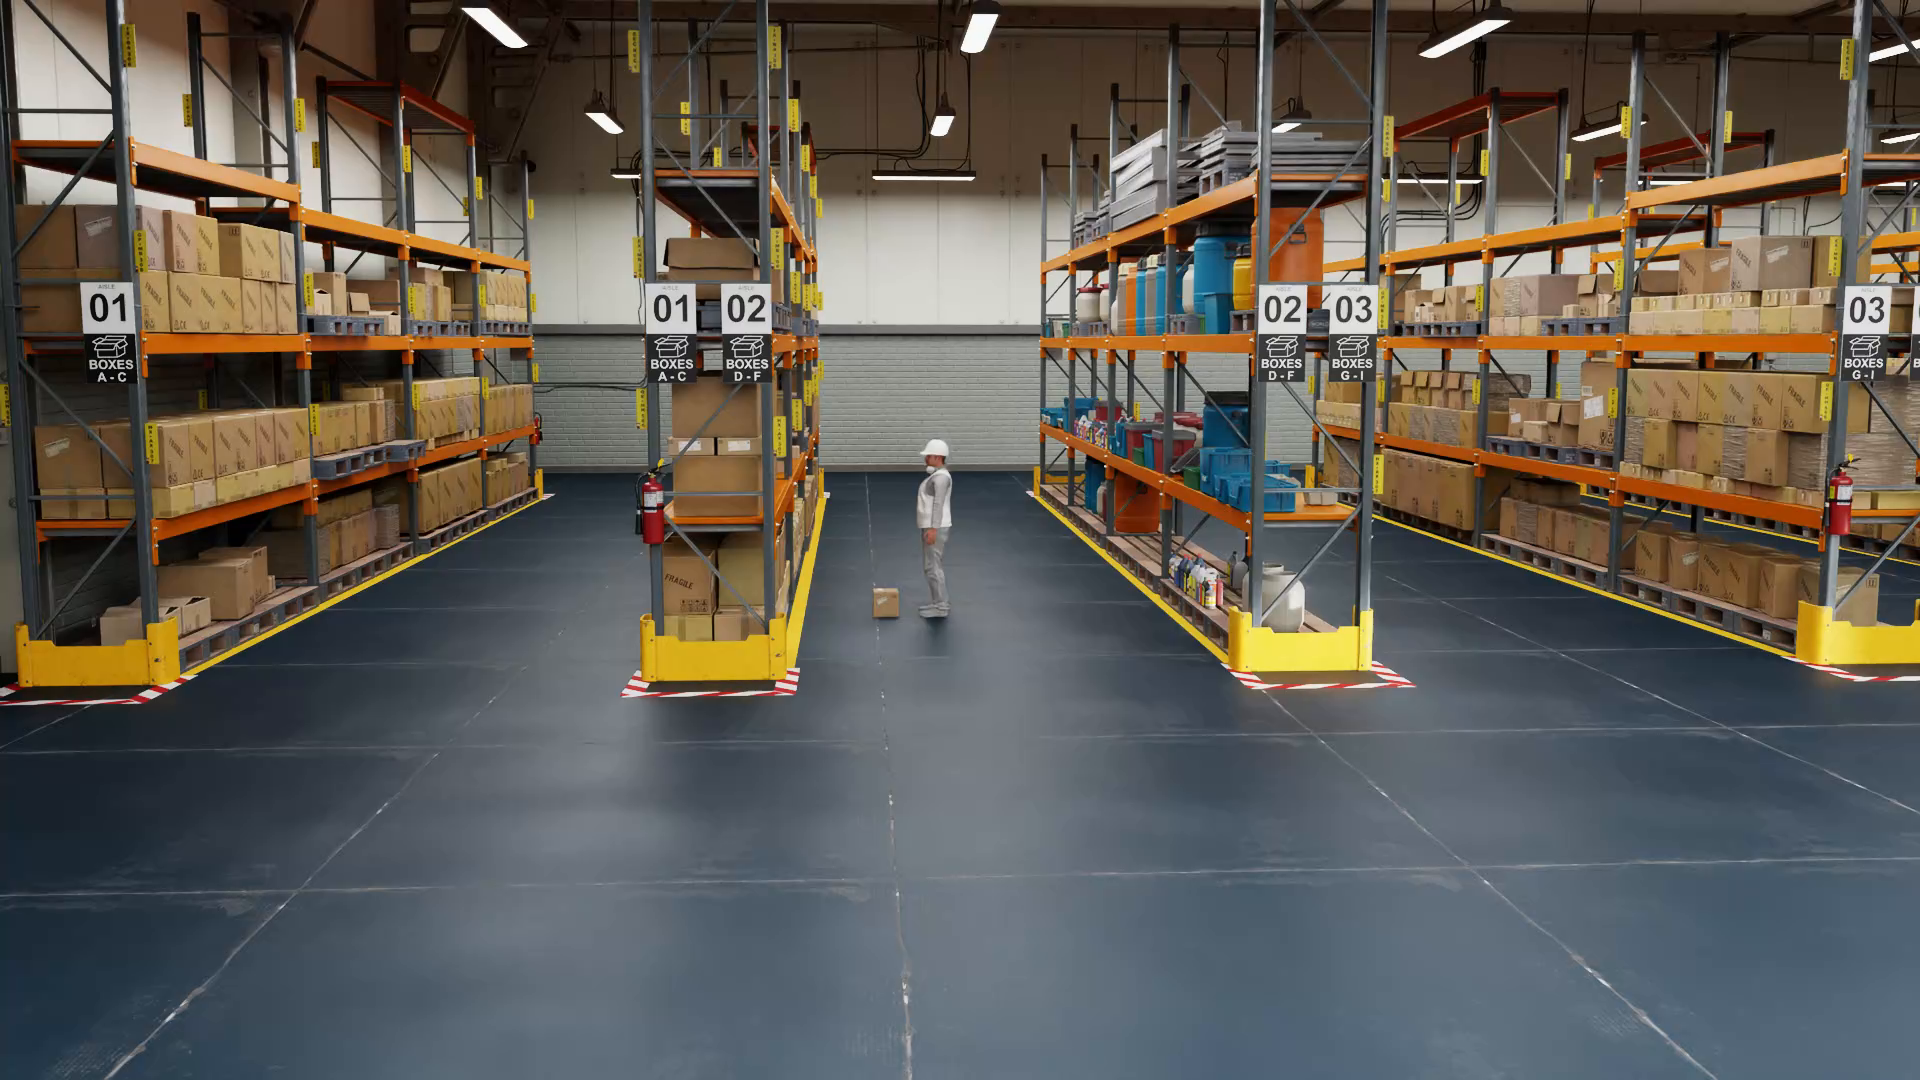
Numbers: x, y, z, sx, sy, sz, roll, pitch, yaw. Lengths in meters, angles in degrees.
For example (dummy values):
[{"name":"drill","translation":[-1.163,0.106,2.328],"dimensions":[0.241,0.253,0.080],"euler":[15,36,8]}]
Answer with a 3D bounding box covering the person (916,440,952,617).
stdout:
[{"name":"person","translation":[-0.258,-0.122,16.685],"dimensions":[0.360,1.767,0.532],"euler":[0,7,-2]}]
